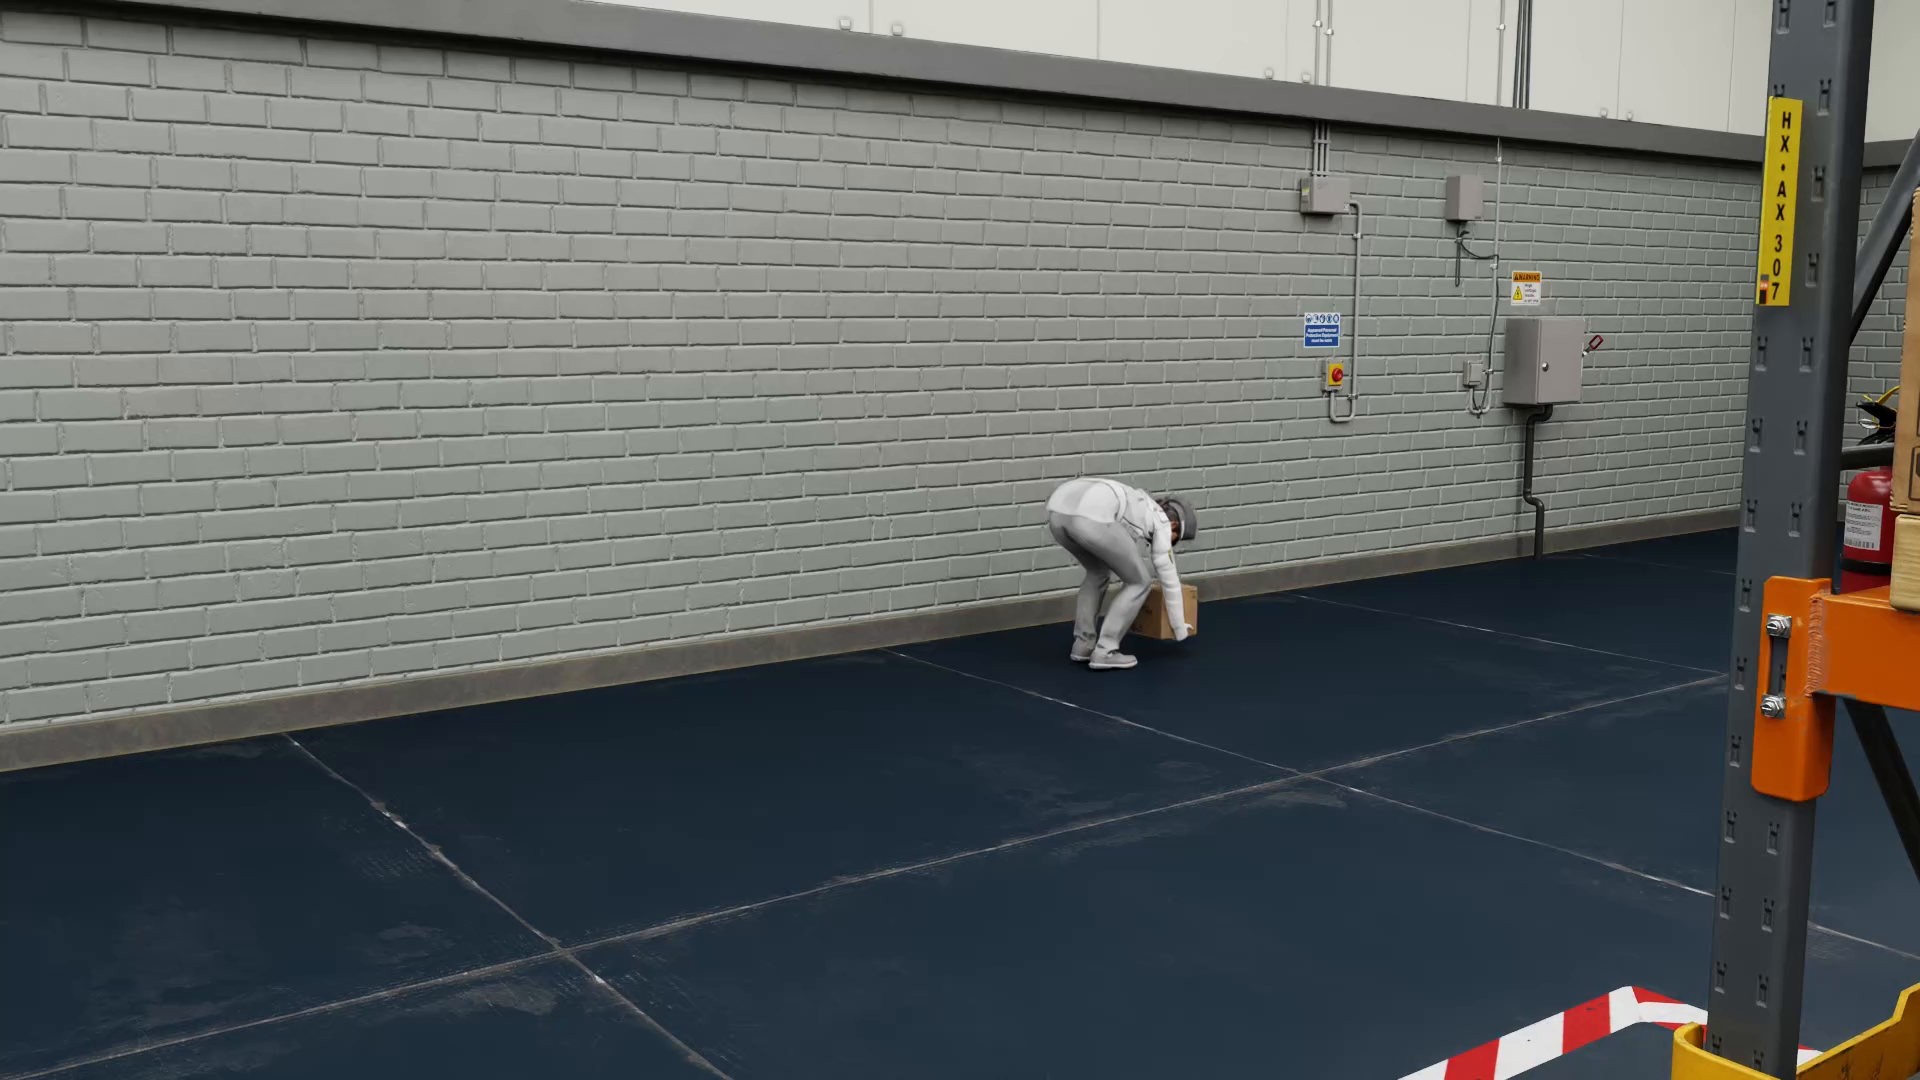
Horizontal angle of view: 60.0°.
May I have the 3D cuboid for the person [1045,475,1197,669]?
[{"bbox_3d":[0.829,0.144,8.386,0.891,0.947,0.437,-6,10,-39],"label":"person"}]
